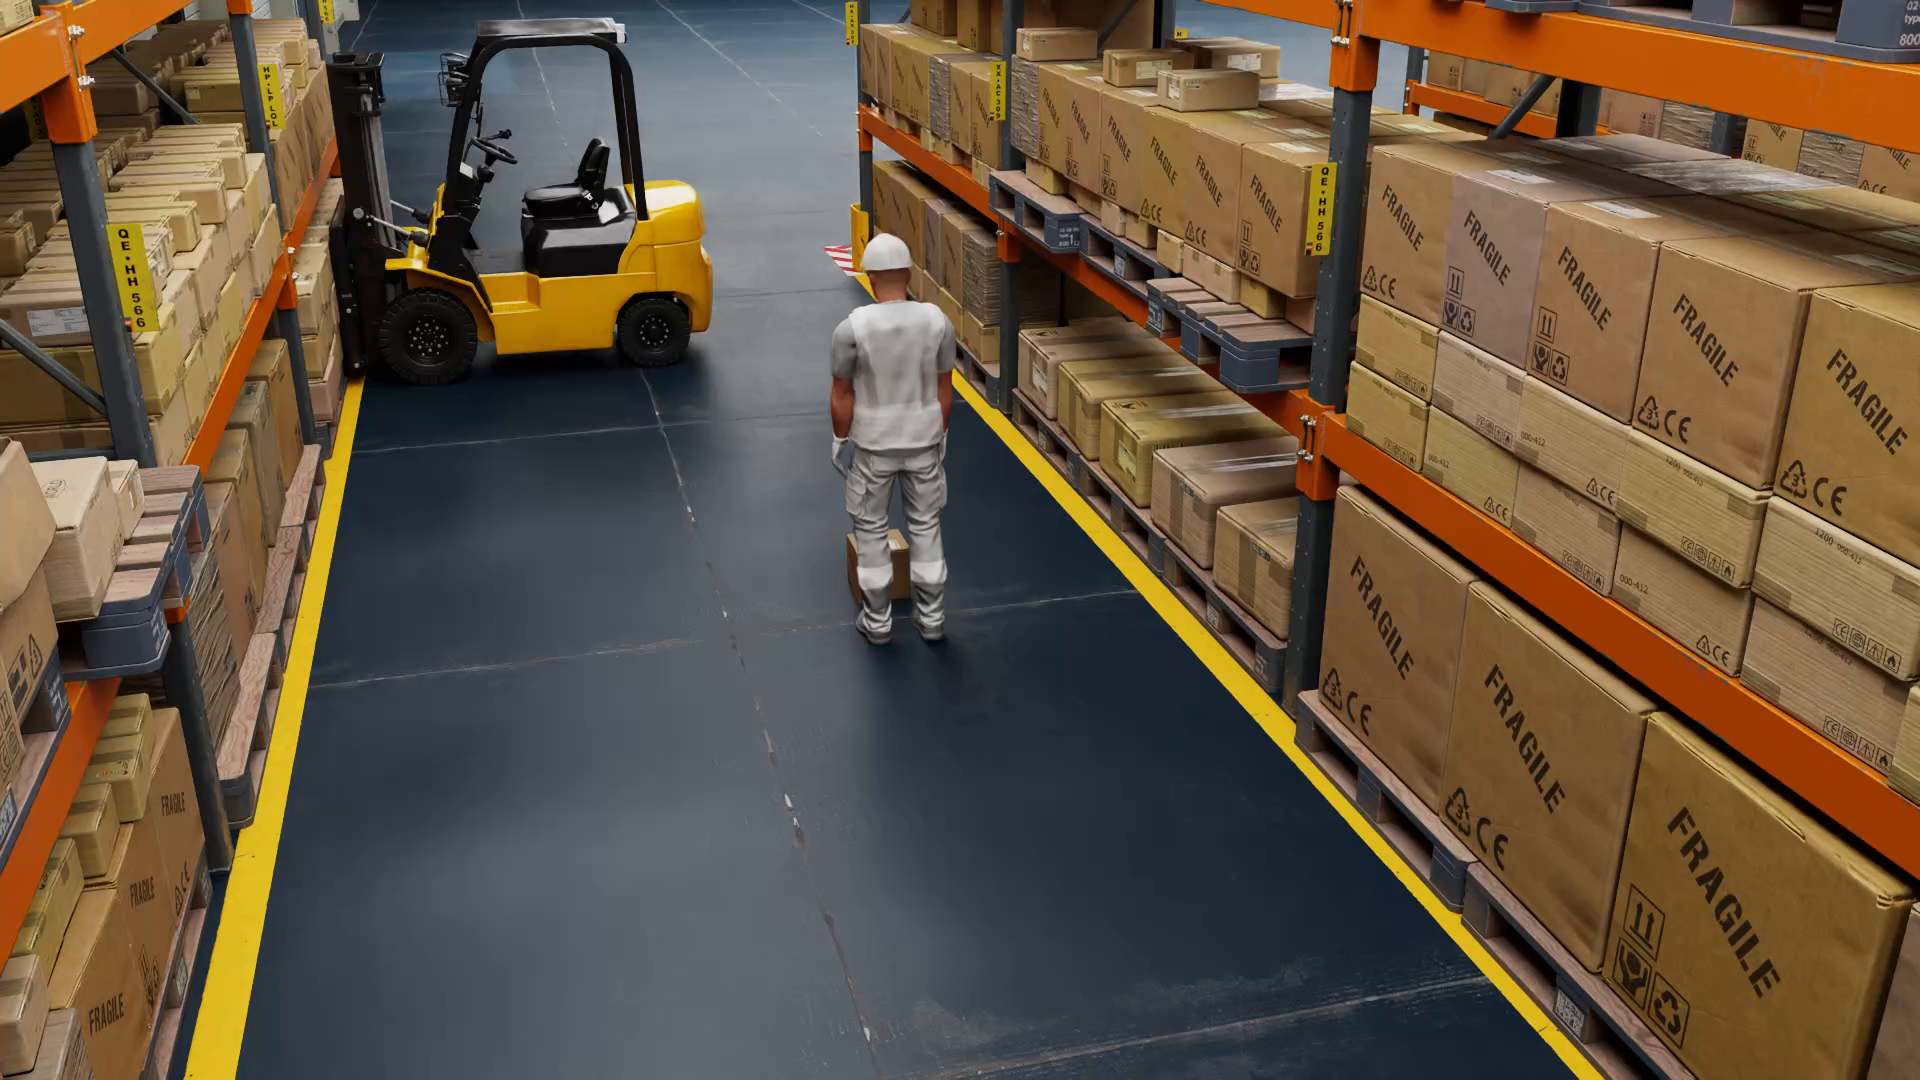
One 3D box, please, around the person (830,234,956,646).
[{"bbox_3d":[-0.287,-0.407,7.058,0.528,1.782,0.357,-6,23,-13],"label":"person"}]
